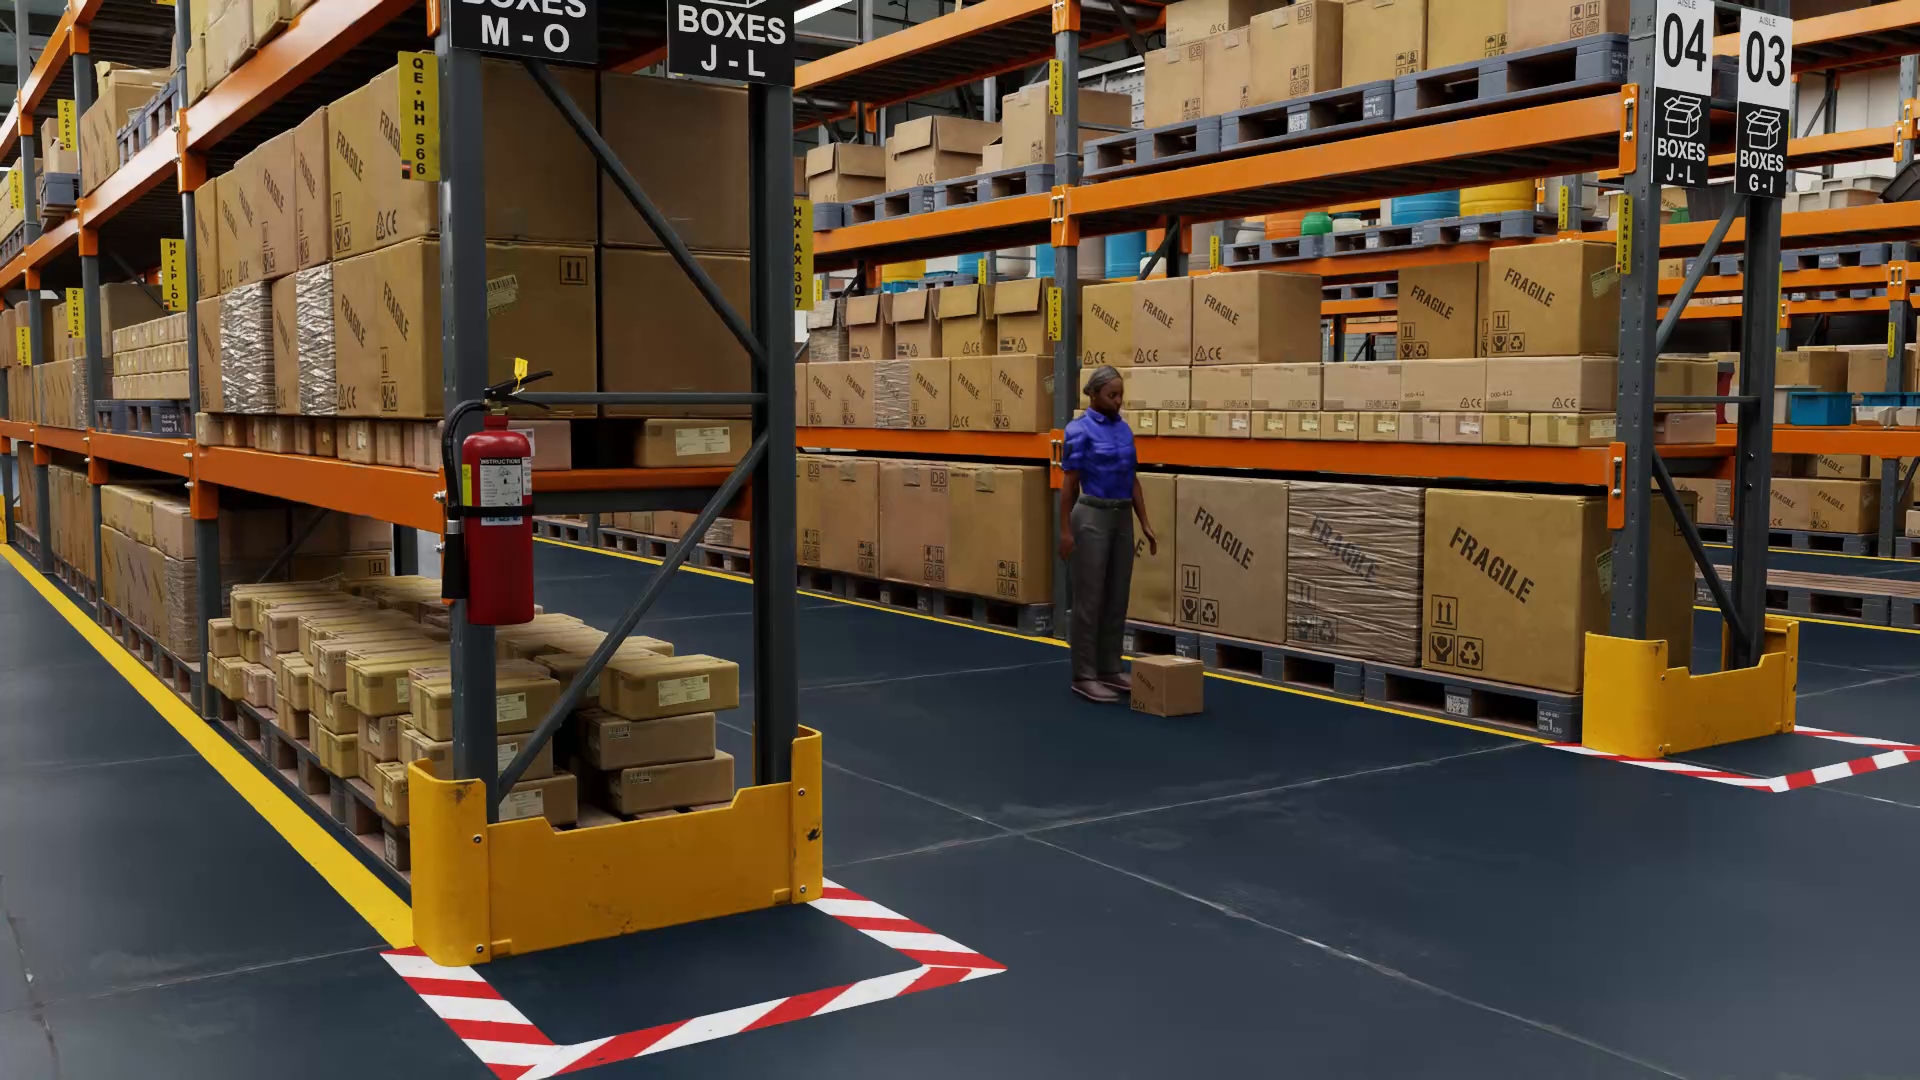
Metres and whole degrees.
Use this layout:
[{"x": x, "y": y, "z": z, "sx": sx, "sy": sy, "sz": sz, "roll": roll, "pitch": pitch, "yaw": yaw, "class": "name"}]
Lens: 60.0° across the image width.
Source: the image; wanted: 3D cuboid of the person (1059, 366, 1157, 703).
[{"x": 0.771, "y": -0.043, "z": 8.431, "sx": 0.542, "sy": 1.674, "sz": 0.370, "roll": -4, "pitch": 6, "yaw": -43, "class": "person"}]
